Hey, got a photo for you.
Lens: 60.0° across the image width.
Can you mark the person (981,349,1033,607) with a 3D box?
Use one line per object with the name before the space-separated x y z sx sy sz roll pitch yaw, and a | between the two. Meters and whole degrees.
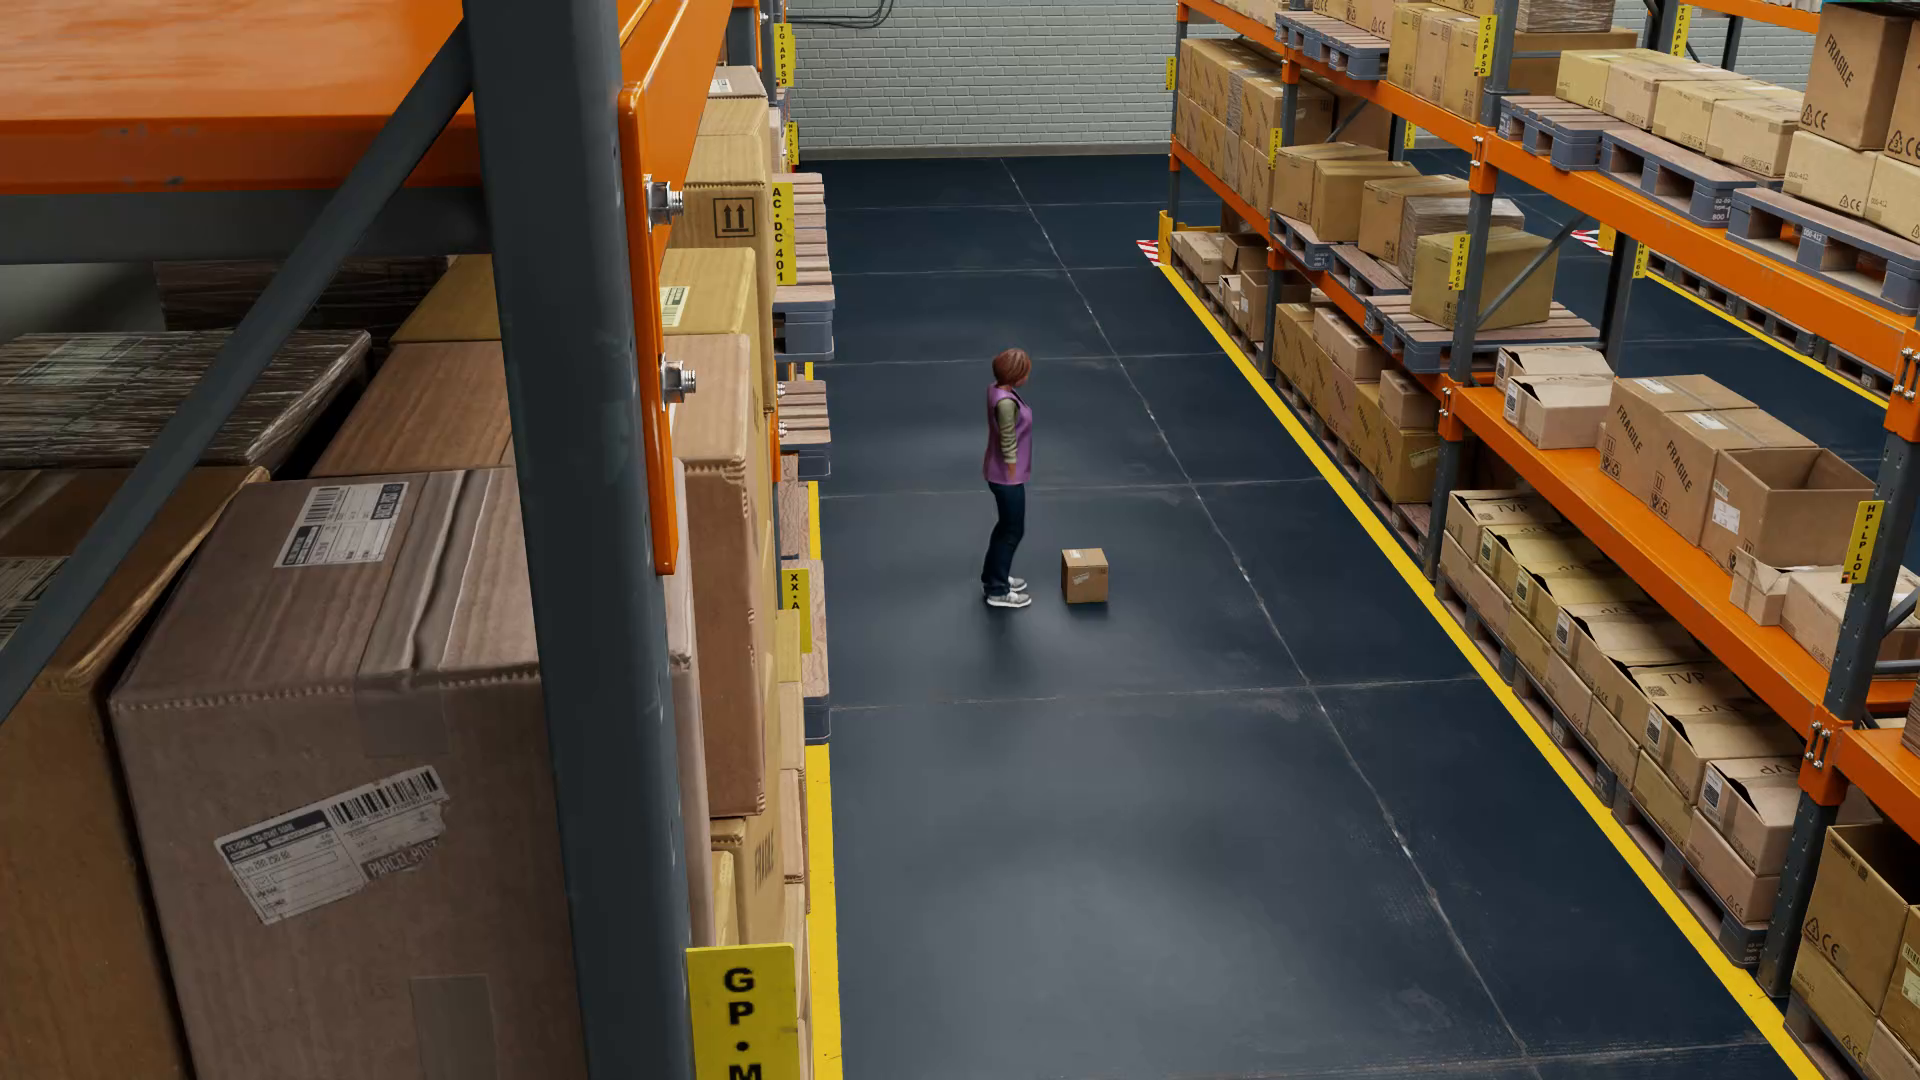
person | 0.282 -0.383 9.983 0.301 1.594 0.407 -2 24 -4
